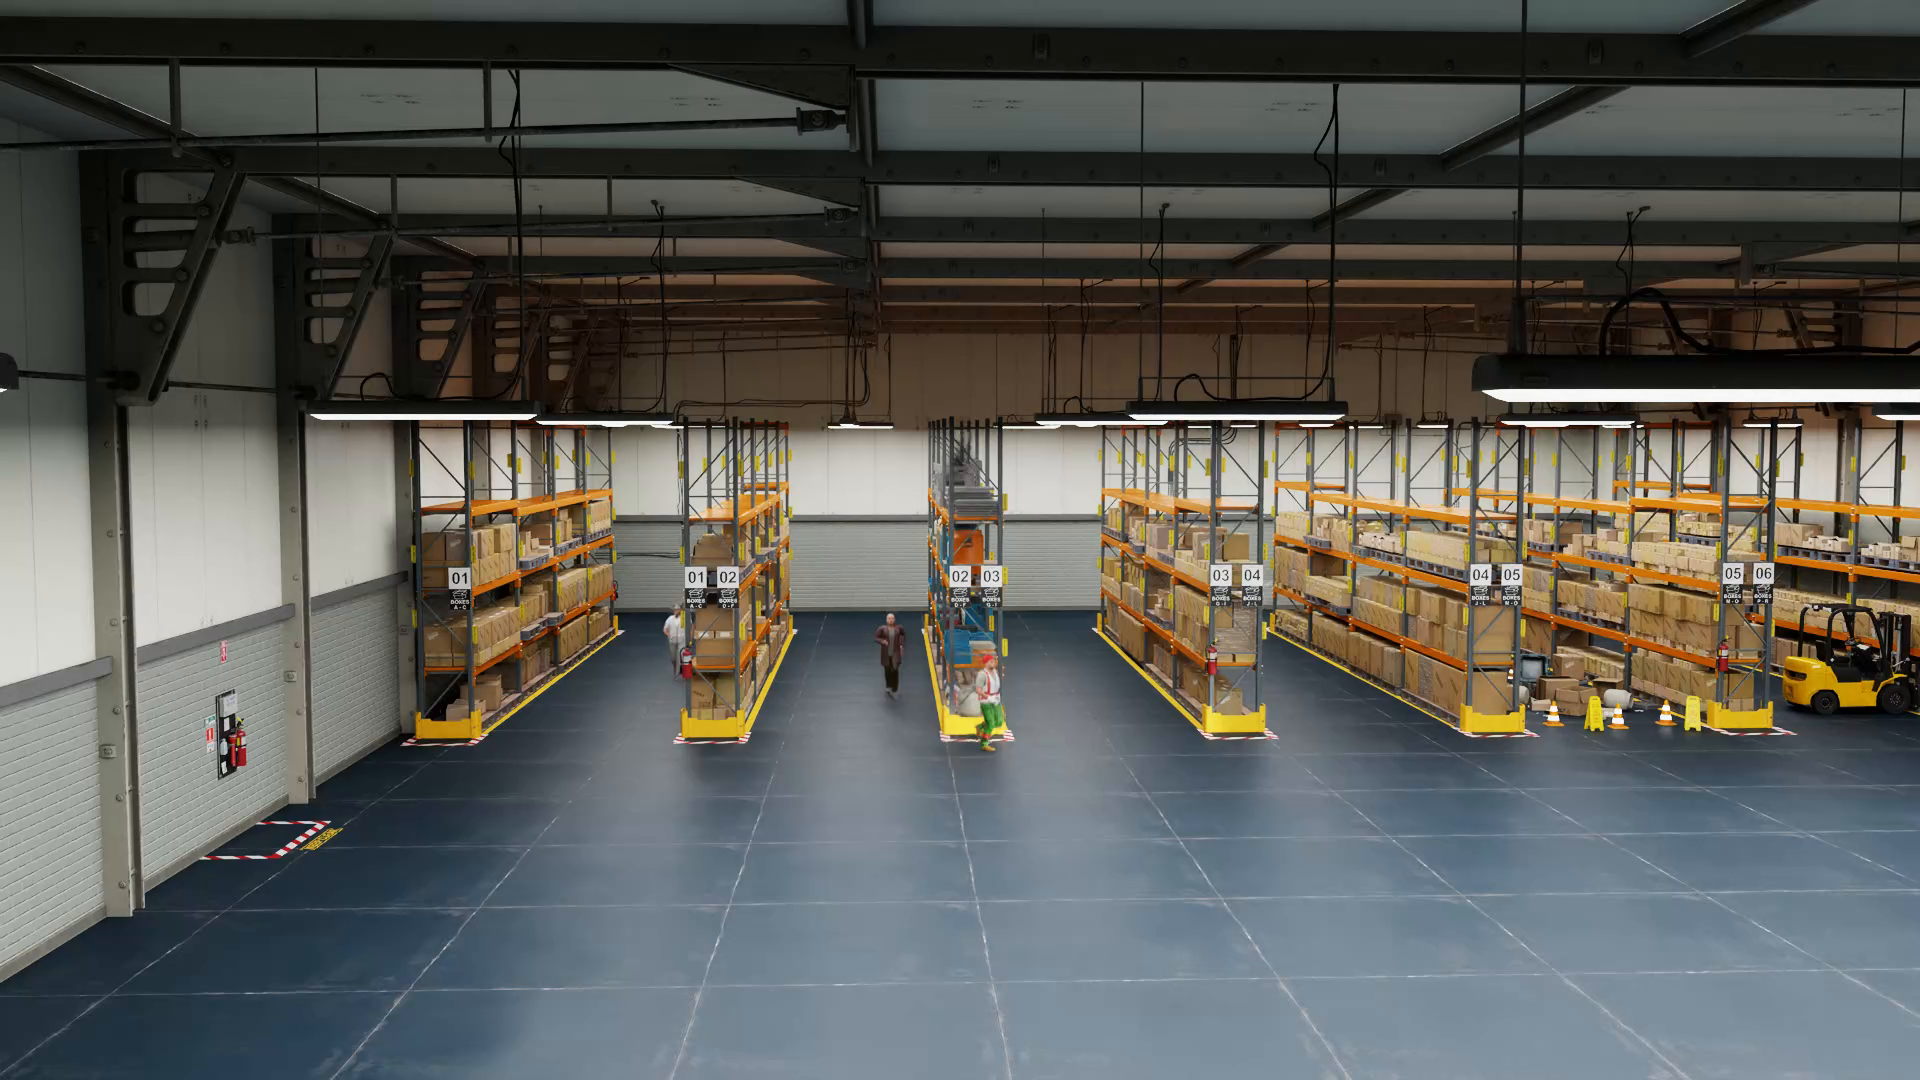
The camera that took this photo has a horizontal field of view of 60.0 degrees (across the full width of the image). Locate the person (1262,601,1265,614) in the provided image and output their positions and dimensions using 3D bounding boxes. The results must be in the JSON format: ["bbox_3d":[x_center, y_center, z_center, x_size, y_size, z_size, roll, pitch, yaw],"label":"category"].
[{"bbox_3d":[7.820,2.001,44.442,0.637,1.654,0.613,1,4,8],"label":"person"}]

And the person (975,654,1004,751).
[{"bbox_3d":[0.530,2.912,29.831,0.661,1.744,0.686,3,5,40],"label":"person"}]

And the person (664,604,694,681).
[{"bbox_3d":[-6.506,2.339,38.411,0.678,1.740,0.992,0,4,-3],"label":"person"}]

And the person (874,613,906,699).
[{"bbox_3d":[-1.516,2.499,35.926,0.684,1.843,0.863,0,4,-2],"label":"person"}]
